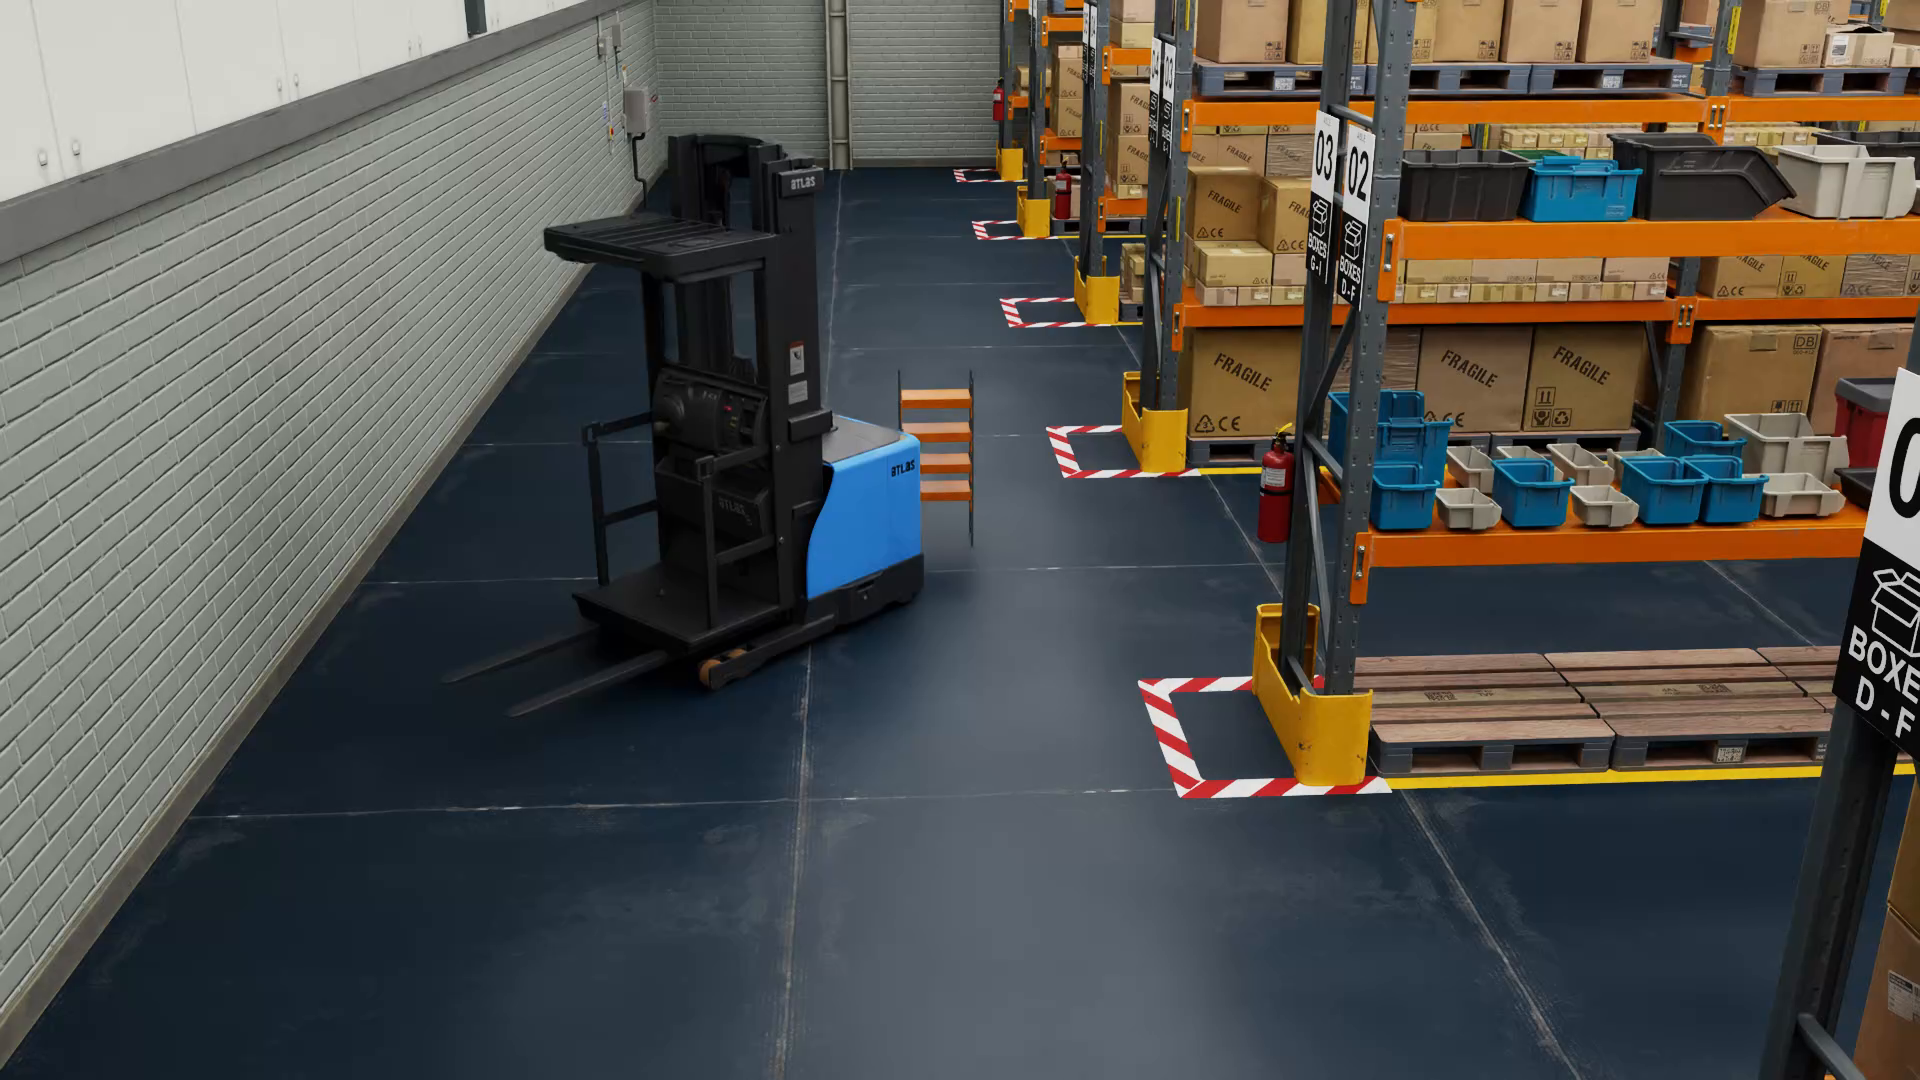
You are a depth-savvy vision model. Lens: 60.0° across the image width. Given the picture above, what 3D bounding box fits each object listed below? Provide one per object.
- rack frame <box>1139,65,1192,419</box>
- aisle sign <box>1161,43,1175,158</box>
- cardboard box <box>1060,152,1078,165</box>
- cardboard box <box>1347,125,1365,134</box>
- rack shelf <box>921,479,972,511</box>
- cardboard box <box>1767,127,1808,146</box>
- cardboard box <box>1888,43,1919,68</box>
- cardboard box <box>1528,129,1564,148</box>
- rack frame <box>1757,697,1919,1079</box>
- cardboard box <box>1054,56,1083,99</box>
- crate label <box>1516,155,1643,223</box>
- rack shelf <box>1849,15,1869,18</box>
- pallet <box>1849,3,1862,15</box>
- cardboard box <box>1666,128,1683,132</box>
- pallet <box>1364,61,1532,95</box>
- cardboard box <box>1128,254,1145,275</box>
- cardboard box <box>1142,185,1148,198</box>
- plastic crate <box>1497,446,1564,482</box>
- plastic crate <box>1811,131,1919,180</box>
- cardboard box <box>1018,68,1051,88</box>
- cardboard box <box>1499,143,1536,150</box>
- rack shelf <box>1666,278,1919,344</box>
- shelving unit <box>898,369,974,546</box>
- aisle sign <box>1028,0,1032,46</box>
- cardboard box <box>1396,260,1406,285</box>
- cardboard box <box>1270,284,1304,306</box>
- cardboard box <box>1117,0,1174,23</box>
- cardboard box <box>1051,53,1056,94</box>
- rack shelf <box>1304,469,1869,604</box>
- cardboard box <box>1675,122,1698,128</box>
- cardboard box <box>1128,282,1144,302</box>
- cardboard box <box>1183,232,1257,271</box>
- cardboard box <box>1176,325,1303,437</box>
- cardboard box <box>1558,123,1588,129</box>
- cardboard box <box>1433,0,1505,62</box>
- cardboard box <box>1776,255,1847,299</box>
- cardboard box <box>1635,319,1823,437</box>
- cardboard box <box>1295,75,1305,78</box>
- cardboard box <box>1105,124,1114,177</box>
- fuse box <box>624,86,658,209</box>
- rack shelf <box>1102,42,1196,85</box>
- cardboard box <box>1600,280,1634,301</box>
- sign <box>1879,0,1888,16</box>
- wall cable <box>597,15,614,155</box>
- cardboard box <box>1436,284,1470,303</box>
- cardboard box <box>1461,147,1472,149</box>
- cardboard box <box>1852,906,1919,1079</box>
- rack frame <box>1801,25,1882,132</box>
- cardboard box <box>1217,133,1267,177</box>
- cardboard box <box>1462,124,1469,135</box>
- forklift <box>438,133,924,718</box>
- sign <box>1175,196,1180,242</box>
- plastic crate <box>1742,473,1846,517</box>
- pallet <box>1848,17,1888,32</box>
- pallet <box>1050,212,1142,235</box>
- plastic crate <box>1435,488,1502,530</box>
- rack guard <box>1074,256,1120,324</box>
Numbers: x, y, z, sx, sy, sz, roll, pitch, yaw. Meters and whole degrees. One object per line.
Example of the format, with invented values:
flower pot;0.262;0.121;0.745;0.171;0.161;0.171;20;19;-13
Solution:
rack frame;1.589;-2.136;13.016;0.127;3.000;1.000;-1;21;-3
aisle sign;1.534;-3.243;12.270;0.004;0.787;0.394;-1;21;-3
cardboard box;1.779;-6.257;27.257;0.250;0.149;0.380;-2;21;-5
cardboard box;3.919;-4.511;17.290;0.500;0.500;0.500;-1;21;-2
rack shelf;-0.165;-0.309;11.493;0.480;0.148;0.258;-1;21;-3
cardboard box;8.680;-4.242;17.475;0.250;0.149;0.380;-1;21;-4
cardboard box;7.078;-3.675;12.605;0.250;0.149;0.380;-2;21;-5
cardboard box;6.098;-4.191;17.339;0.250;0.149;0.380;-1;21;-2
rack frame;2.151;1.383;3.773;0.127;3.000;1.000;-1;21;-3
cardboard box;1.519;-6.079;21.826;0.500;0.500;0.500;-2;21;-4
crate label;2.811;-1.613;7.635;0.502;0.251;0.408;-1;21;-3
rack shelf;11.007;-6.925;22.390;4.000;0.370;1.077;-1;21;-3
pallet;11.346;-7.217;22.411;1.003;0.211;1.213;-1;21;-3
cardboard box;7.380;-4.216;17.406;0.250;0.149;0.380;-1;21;-1
pallet;3.550;-3.541;12.615;1.213;0.211;1.003;-1;21;-3
cardboard box;1.949;-2.932;17.687;0.250;0.149;0.380;-2;21;-6
cardboard box;2.001;-3.693;17.458;0.250;0.149;0.380;0;21;-1
plastic crate;2.966;-0.363;8.645;0.243;0.136;0.396;-1;21;-3
plastic crate;4.610;-1.871;8.287;0.590;0.269;0.497;-1;21;-3
cardboard box;1.205;-7.402;26.640;0.500;0.250;0.500;-1;21;-3
cardboard box;5.820;-4.044;17.372;0.250;0.149;0.380;-1;21;-2
rack shelf;7.579;-1.922;13.464;4.000;0.370;1.077;-1;21;-3
shelving unit;-0.165;-0.557;11.399;0.503;1.200;0.258;-1;21;-3
aisle sign;0.934;-6.980;22.085;0.004;0.787;0.394;-1;21;-3
cardboard box;3.104;-2.141;12.821;0.500;0.250;0.500;-2;21;-5
cardboard box;2.474;-1.920;12.801;0.250;0.149;0.380;-2;21;-4
cardboard box;1.870;-5.382;16.835;0.500;0.250;0.500;-1;21;-2
cardboard box;1.491;-6.265;22.315;0.500;0.500;0.500;0;21;-1
rack shelf;3.869;-0.081;8.629;4.000;0.370;1.077;-1;21;-3
cardboard box;7.874;-4.458;18.041;0.250;0.149;0.380;0;21;-1
cardboard box;1.948;-2.661;17.811;0.250;0.149;0.380;-1;21;-2
cardboard box;2.058;-2.309;13.263;0.500;0.250;0.500;-1;21;-4
cardboard box;2.224;-1.381;13.428;0.875;0.875;0.875;-1;21;-3
cardboard box;6.578;-4.431;17.972;0.250;0.149;0.380;-1;21;-3
cardboard box;3.738;-3.902;12.568;0.500;0.500;0.700;0;21;-1
cardboard box;6.558;-2.195;13.031;0.500;0.500;0.500;-1;21;-3
cardboard box;6.220;-1.441;13.586;0.875;0.875;1.225;-1;21;-3
cardboard box;3.402;-4.687;17.751;0.500;0.500;0.500;-2;21;-5
cardboard box;1.841;-4.186;17.843;0.500;0.500;0.500;-1;21;-2
fuse box;-4.579;-5.681;24.137;0.414;1.711;0.539;-1;21;-3
rack shelf;3.404;-5.006;17.350;4.000;0.370;1.077;-1;21;-3
cardboard box;5.039;-1.972;12.938;0.250;0.149;0.380;-1;21;-2
sign;9.423;-5.513;16.944;0.005;0.325;0.100;-1;21;-3
wall cable;-4.605;-6.023;21.753;0.123;1.953;0.585;-1;21;-3
cardboard box;3.760;-1.946;12.871;0.250;0.149;0.380;-1;21;-2
cardboard box;6.533;-5.003;22.942;0.875;0.875;0.875;-1;21;-1
cardboard box;2.583;1.230;4.033;0.500;0.500;0.500;-1;21;-1
rack frame;9.394;-4.063;18.076;0.127;3.000;1.000;-1;21;-3
cardboard box;2.894;-4.022;17.411;0.500;0.500;0.500;-1;21;-2
cardboard box;6.500;-5.599;22.321;0.500;0.250;0.500;-1;21;-3
forklift;-1.579;-0.728;9.414;1.130;2.935;3.031;17;27;38
sign;1.615;-2.380;12.330;0.005;0.325;0.100;-1;21;-3
plastic crate;4.144;-0.221;8.271;0.466;0.136;0.293;-1;21;-3
pallet;10.034;-5.408;17.660;1.003;0.211;1.213;0;21;-1
pallet;1.817;-4.397;22.874;1.213;0.211;1.003;-1;21;-3
plastic crate;2.462;-0.147;8.077;0.298;0.136;0.250;-1;21;-3
rack guard;1.483;-2.733;18.098;0.348;0.500;1.175;-1;21;-3
